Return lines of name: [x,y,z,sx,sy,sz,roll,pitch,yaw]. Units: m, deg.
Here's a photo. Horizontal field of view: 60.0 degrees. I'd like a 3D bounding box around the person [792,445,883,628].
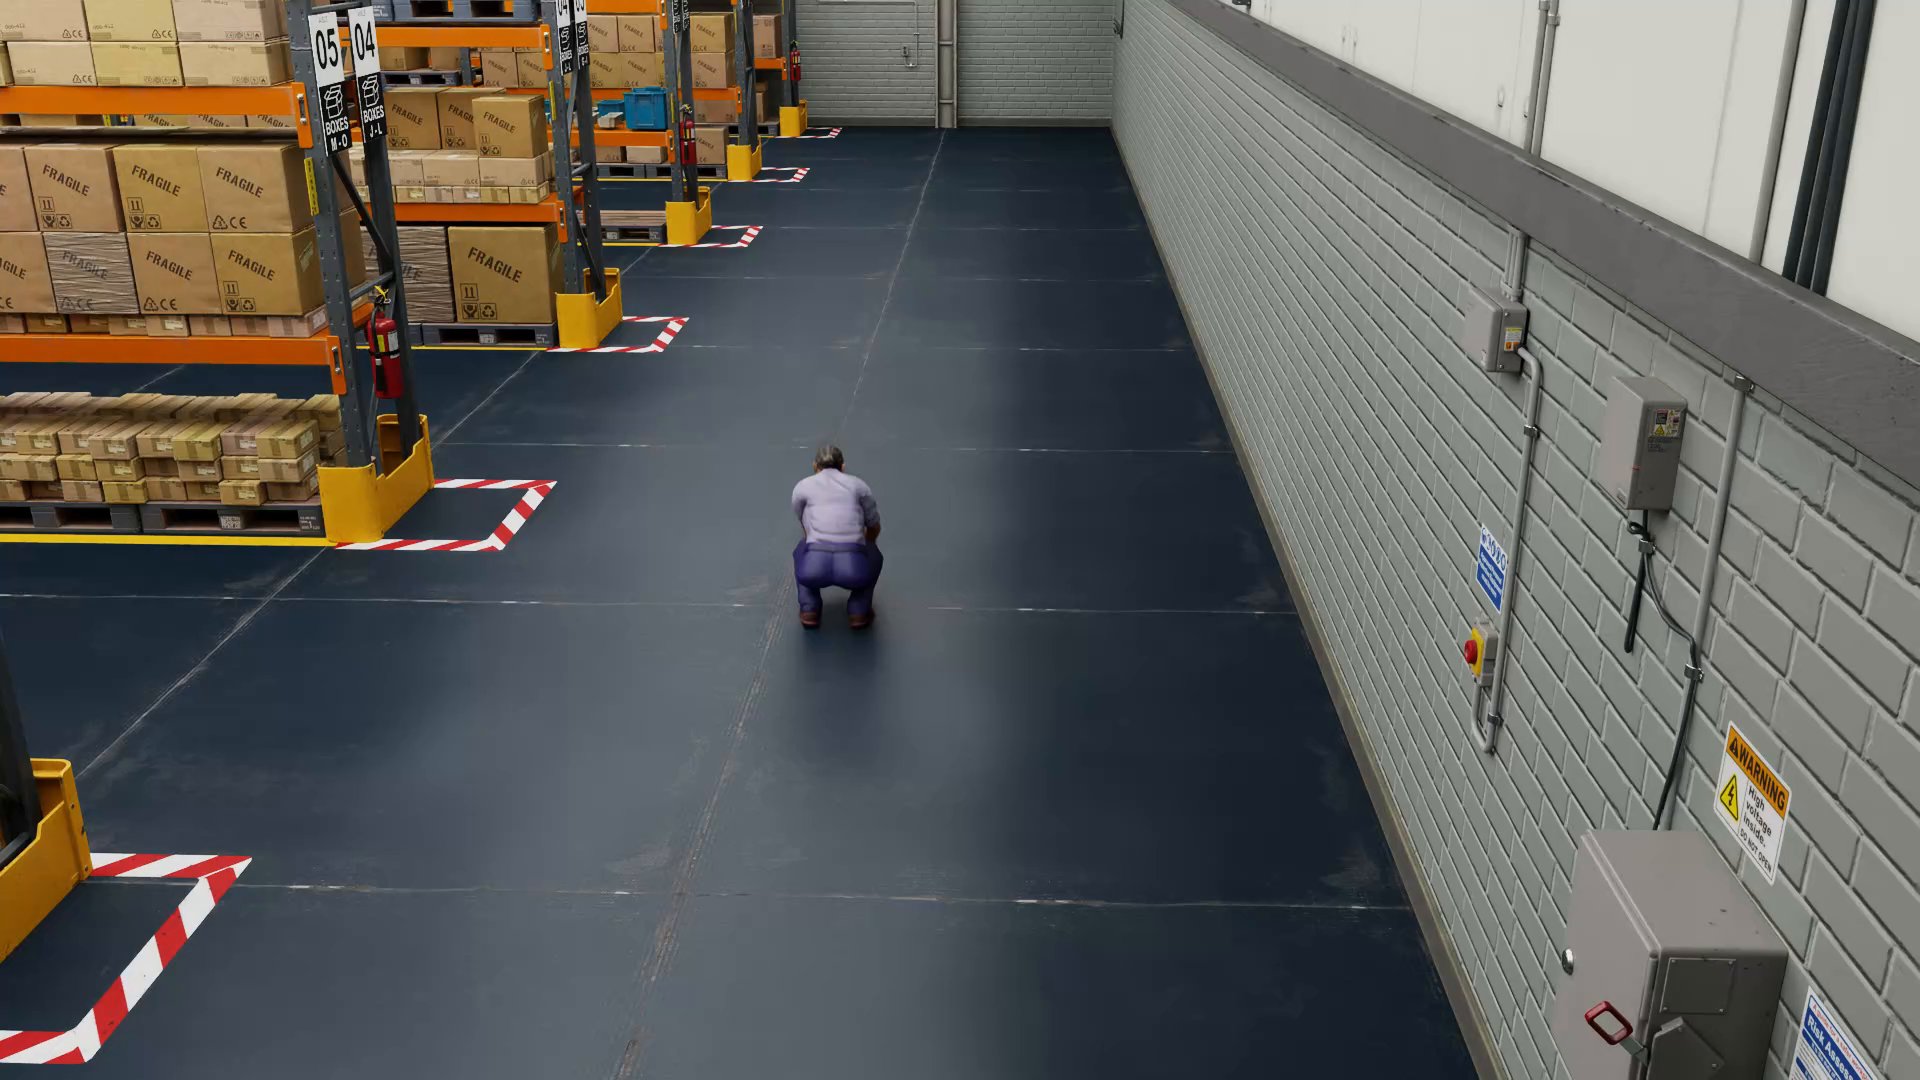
person: [-0.705,-0.026,9.413,0.525,0.931,0.833,1,21,1]
